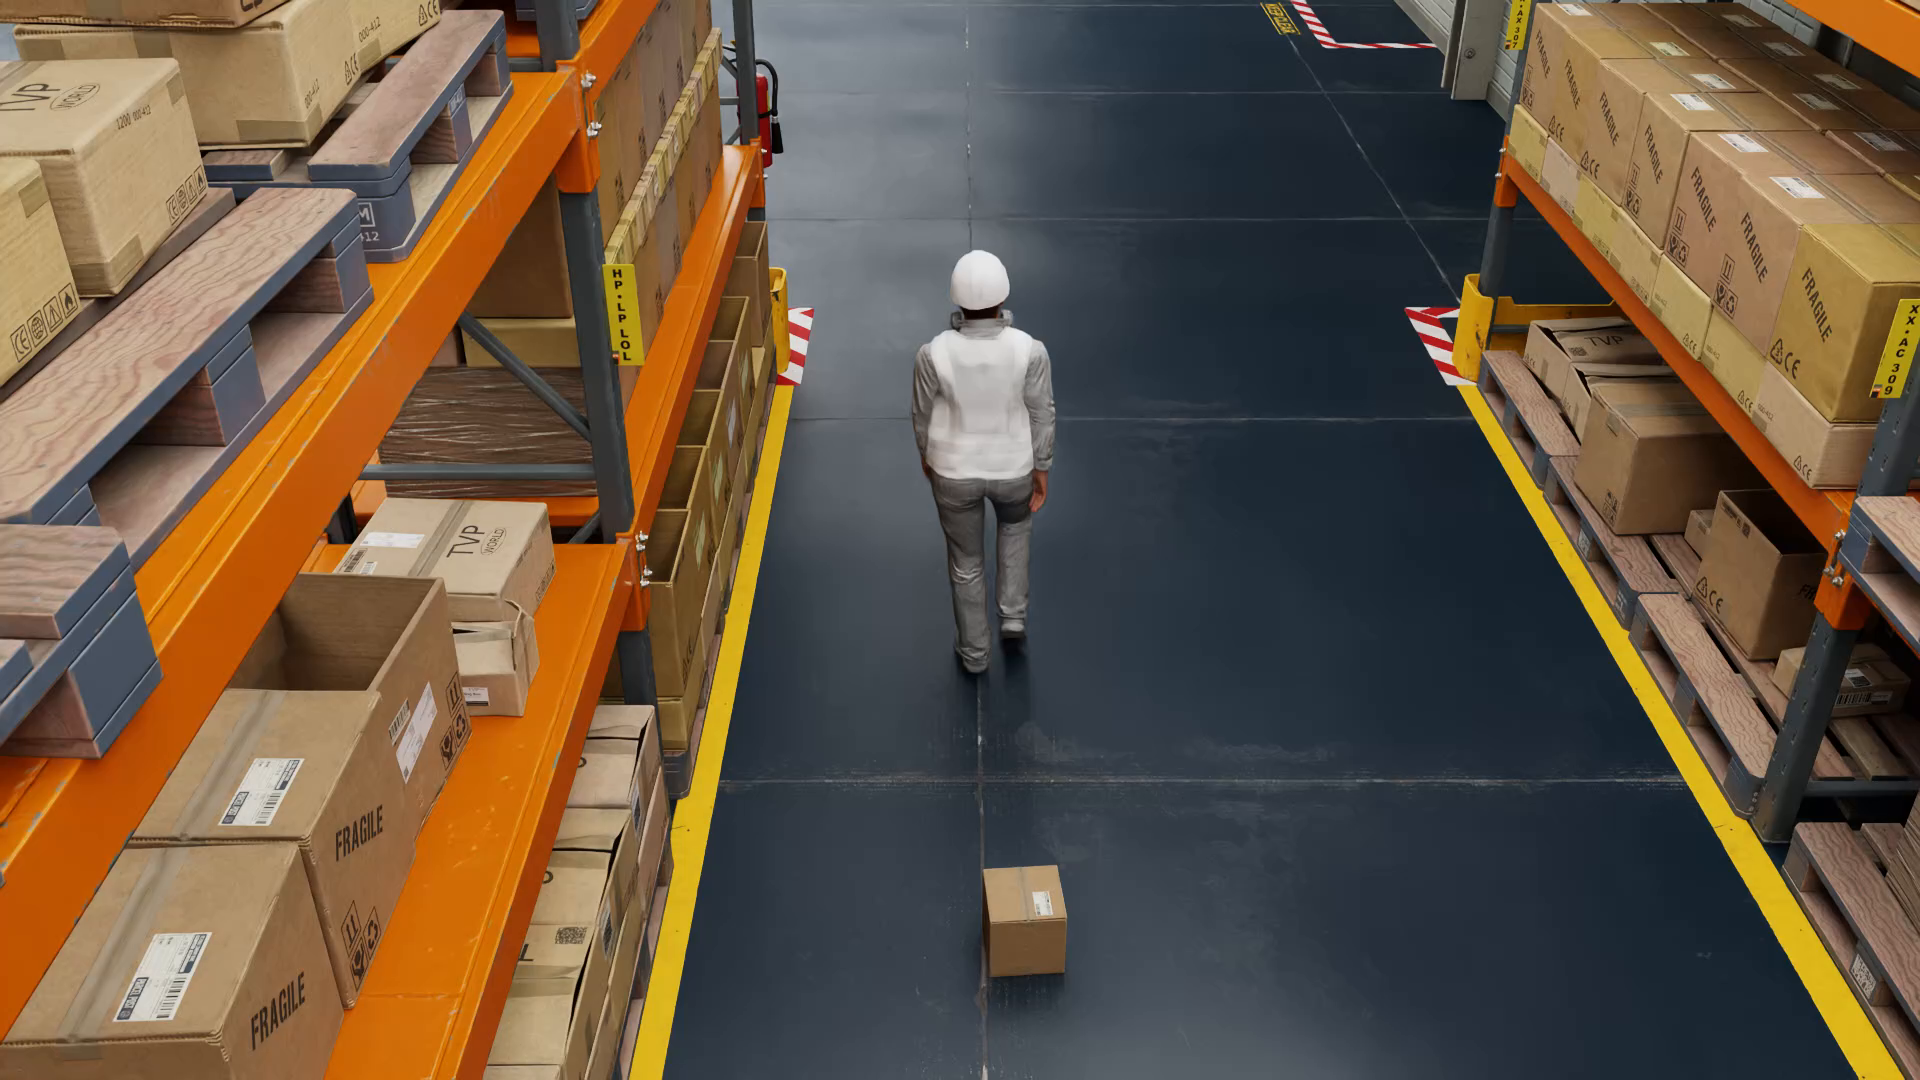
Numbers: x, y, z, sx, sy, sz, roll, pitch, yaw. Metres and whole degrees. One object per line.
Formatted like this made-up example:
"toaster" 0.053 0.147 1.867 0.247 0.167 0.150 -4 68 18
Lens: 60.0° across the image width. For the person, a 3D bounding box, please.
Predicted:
"person" 0.083 -0.305 6.635 0.550 1.836 0.581 -2 31 -4
